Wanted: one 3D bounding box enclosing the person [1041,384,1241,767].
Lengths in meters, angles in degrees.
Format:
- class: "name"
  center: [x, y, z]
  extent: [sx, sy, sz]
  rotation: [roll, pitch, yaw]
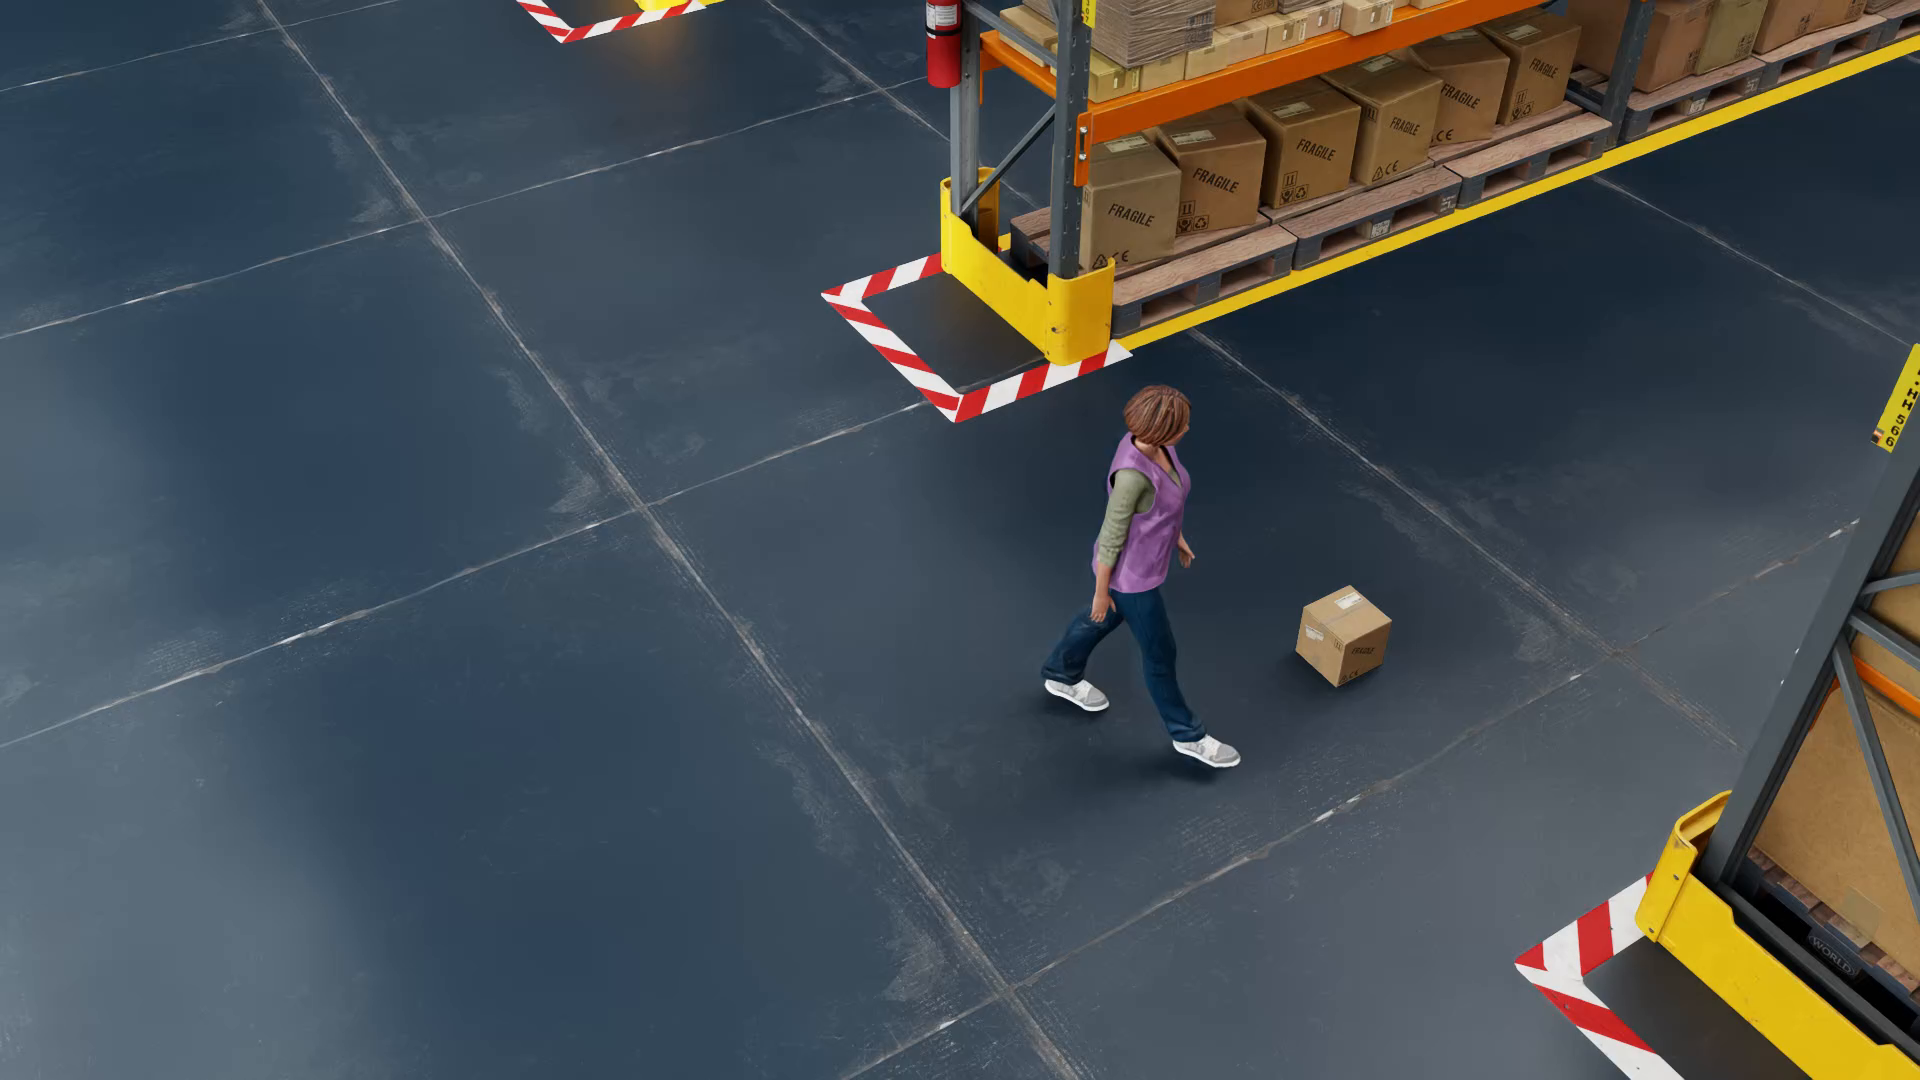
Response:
- class: "person"
  center: [0.711, 0.101, 6.037]
  extent: [0.826, 1.567, 0.467]
  rotation: [10, 42, 11]
